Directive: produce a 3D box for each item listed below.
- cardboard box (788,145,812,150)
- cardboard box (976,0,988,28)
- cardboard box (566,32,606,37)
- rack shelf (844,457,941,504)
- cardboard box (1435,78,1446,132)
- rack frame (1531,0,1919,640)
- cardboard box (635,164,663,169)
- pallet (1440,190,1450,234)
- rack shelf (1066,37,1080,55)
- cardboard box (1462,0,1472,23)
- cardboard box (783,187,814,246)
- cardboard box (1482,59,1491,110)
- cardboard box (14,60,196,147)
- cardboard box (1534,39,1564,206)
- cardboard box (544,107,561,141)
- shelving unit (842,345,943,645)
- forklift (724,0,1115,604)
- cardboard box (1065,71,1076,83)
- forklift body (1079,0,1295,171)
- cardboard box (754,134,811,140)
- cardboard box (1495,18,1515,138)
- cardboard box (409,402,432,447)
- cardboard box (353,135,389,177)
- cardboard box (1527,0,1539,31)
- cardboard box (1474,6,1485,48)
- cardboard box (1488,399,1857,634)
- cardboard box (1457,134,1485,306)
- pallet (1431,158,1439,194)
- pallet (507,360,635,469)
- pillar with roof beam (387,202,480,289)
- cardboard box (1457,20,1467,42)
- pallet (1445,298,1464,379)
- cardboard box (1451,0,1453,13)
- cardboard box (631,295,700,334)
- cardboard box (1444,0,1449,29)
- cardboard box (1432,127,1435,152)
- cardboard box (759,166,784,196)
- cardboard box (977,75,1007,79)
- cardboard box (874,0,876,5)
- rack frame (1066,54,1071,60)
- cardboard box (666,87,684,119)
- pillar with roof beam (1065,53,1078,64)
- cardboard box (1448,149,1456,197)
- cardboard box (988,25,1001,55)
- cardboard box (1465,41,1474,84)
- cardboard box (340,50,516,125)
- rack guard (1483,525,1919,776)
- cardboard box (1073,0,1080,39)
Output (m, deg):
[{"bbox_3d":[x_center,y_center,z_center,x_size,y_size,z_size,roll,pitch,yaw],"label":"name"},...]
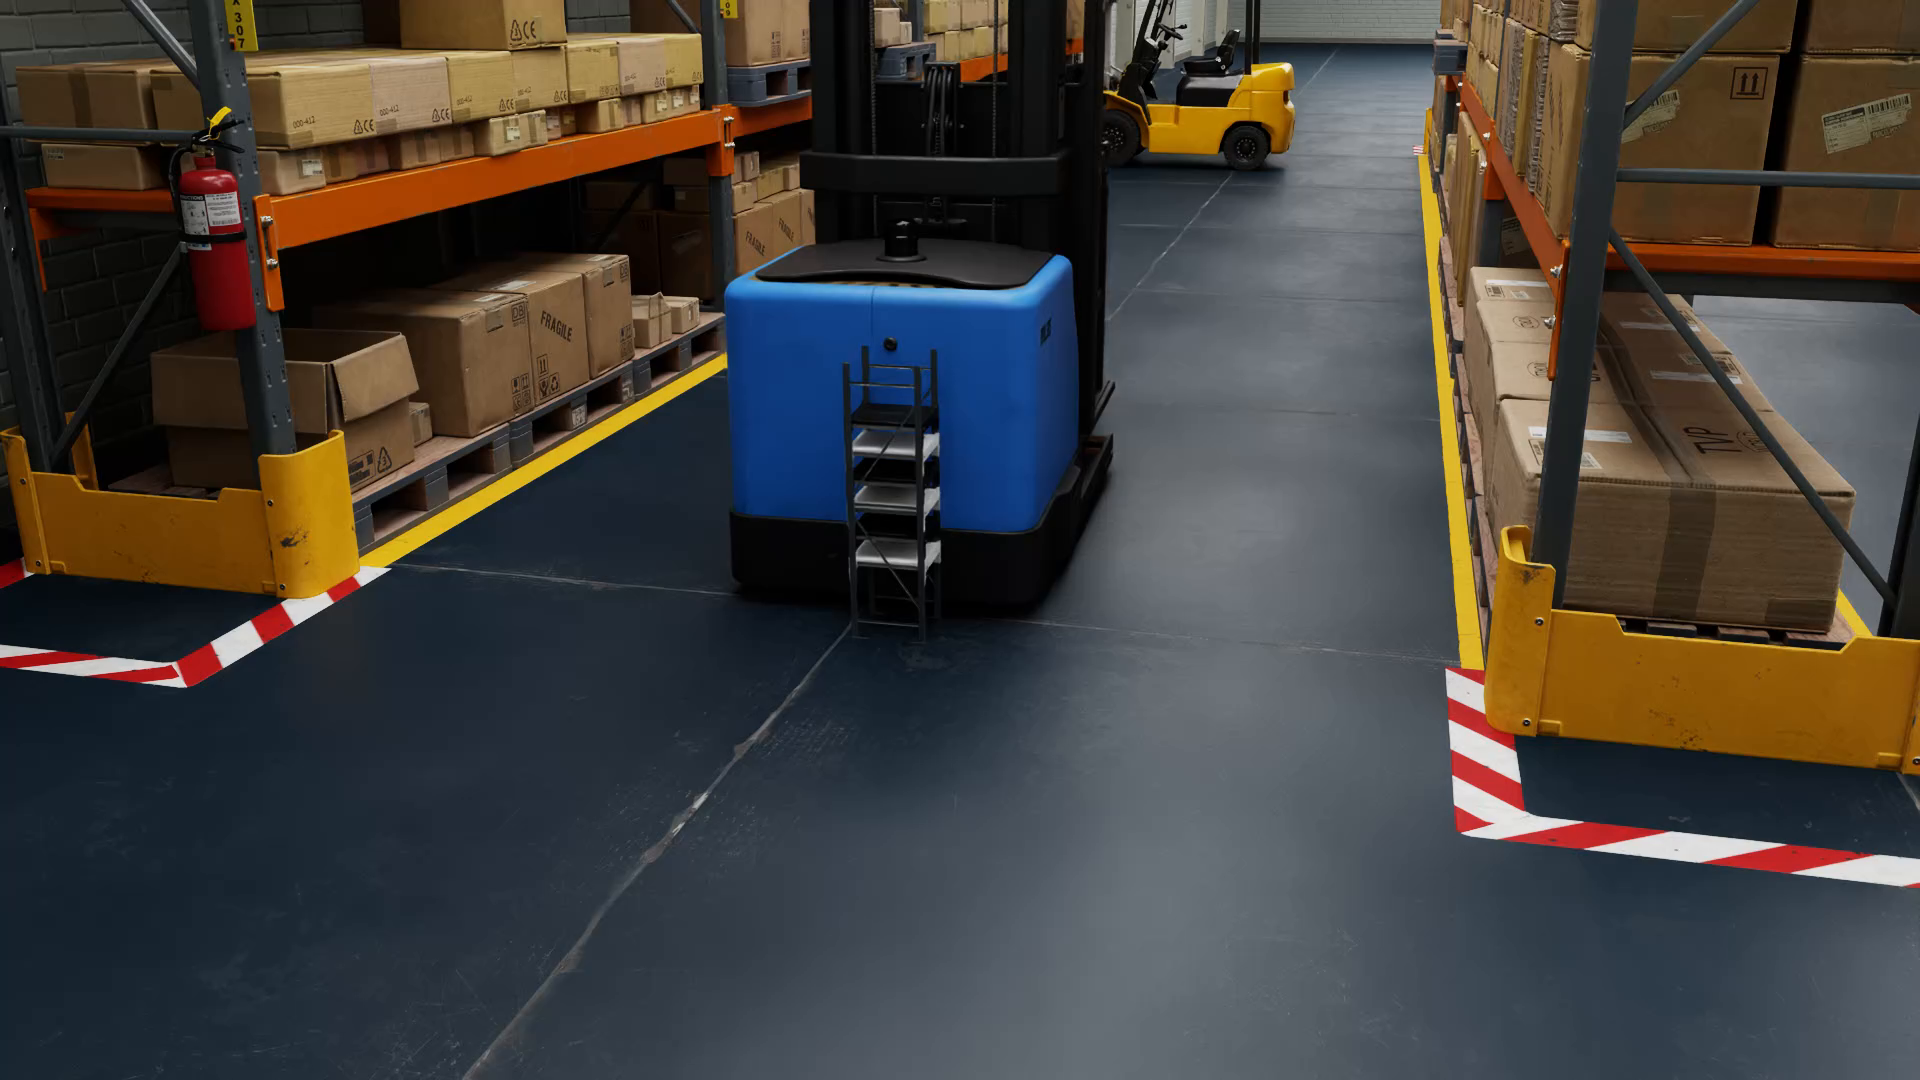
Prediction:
[{"bbox_3d":[-0.963,-2.623,11.439,0.380,0.149,0.250,4,19,13],"label":"cardboard box"},{"bbox_3d":[-0.061,-4.566,14.373,0.500,0.250,0.500,5,19,14],"label":"cardboard box"},{"bbox_3d":[-2.135,-2.481,8.583,0.500,0.250,0.500,4,19,13],"label":"cardboard box"},{"bbox_3d":[-0.206,-0.189,5.161,0.258,0.077,0.200,4,22,12],"label":"rack shelf"},{"bbox_3d":[5.147,-4.440,16.991,0.500,0.500,0.500,6,20,16],"label":"cardboard box"},{"bbox_3d":[2.084,-0.901,4.184,1.000,3.000,0.127,5,19,13],"label":"rack frame"},{"bbox_3d":[-1.795,-2.248,10.343,0.380,0.149,0.250,4,19,11],"label":"cardboard box"},{"bbox_3d":[4.531,-2.715,13.808,1.003,0.211,1.213,5,19,13],"label":"pallet"},{"bbox_3d":[0.691,-5.339,18.291,1.077,0.370,4.000,5,19,13],"label":"rack shelf"},{"bbox_3d":[3.880,-3.959,11.874,0.500,0.500,0.500,4,19,12],"label":"cardboard box"},{"bbox_3d":[-1.169,-2.019,10.675,0.500,0.500,0.500,4,19,12],"label":"cardboard box"},{"bbox_3d":[3.052,-2.403,8.816,0.500,0.250,0.500,4,19,13],"label":"cardboard box"},{"bbox_3d":[-2.875,-1.526,5.788,0.500,0.250,0.500,5,20,15],"label":"cardboard box"},{"bbox_3d":[2.083,-1.276,5.129,0.500,0.500,0.500,4,19,12],"label":"cardboard box"},{"bbox_3d":[-1.980,-1.824,7.276,0.380,0.149,0.250,5,19,13],"label":"cardboard box"},{"bbox_3d":[-0.206,-0.136,5.181,0.258,0.900,0.210,4,22,12],"label":"shelving unit"},{"bbox_3d":[0.034,-1.620,6.395,1.130,2.935,3.031,4,19,11],"label":"forklift"},{"bbox_3d":[1.006,-5.030,18.332,0.500,0.250,0.500,4,19,12],"label":"cardboard box"},{"bbox_3d":[2.485,-5.166,17.986,2.313,2.155,1.214,5,19,13],"label":"forklift body"},{"bbox_3d":[-1.296,-2.902,12.256,0.380,0.149,0.250,5,20,15],"label":"cardboard box"},{"bbox_3d":[2.693,-2.075,7.468,0.500,0.500,0.500,5,20,15],"label":"cardboard box"},{"bbox_3d":[-2.347,-0.455,6.641,0.380,0.149,0.250,4,19,11],"label":"cardboard box"},{"bbox_3d":[-2.336,-1.422,6.100,0.380,0.149,0.250,4,19,13],"label":"cardboard box"},{"bbox_3d":[2.319,-2.069,5.904,0.500,0.500,0.500,5,19,13],"label":"cardboard box"},{"bbox_3d":[3.415,-3.117,10.132,0.500,0.250,0.500,5,19,13],"label":"cardboard box"},{"bbox_3d":[2.149,-0.102,5.159,0.875,0.438,0.875,4,19,12],"label":"cardboard box"},{"bbox_3d":[3.349,-1.832,9.548,0.875,0.875,0.875,5,20,15],"label":"cardboard box"},{"bbox_3d":[5.146,-3.556,16.271,1.003,0.211,1.213,5,19,13],"label":"pallet"},{"bbox_3d":[-2.217,-0.627,7.696,1.003,0.211,1.213,5,19,13],"label":"pallet"},{"bbox_3d":[1.378,-4.897,6.603,9.100,9.000,0.400,5,19,13],"label":"pillar with roof beam"},{"bbox_3d":[3.904,-3.782,12.357,0.380,0.149,0.250,4,19,13],"label":"cardboard box"},{"bbox_3d":[3.177,-1.083,9.031,1.003,0.211,1.213,5,19,13],"label":"pallet"},{"bbox_3d":[4.624,-4.924,14.700,0.500,0.500,0.500,5,20,15],"label":"cardboard box"},{"bbox_3d":[-1.604,-1.197,8.812,0.380,0.149,0.250,4,19,12],"label":"cardboard box"},{"bbox_3d":[5.246,-5.495,17.019,0.500,0.500,0.500,4,19,12],"label":"cardboard box"},{"bbox_3d":[5.275,-4.251,17.596,0.500,0.250,0.500,6,20,17],"label":"cardboard box"},{"bbox_3d":[-1.309,-2.221,10.262,0.380,0.149,0.250,4,19,12],"label":"cardboard box"},{"bbox_3d":[0.244,-4.753,17.519,0.500,0.250,0.500,4,19,13],"label":"cardboard box"},{"bbox_3d":[-0.995,-3.520,11.044,0.797,0.503,0.637,4,19,12],"label":"cardboard box"},{"bbox_3d":[1.179,-6.306,20.010,1.000,3.000,0.127,5,19,13],"label":"rack frame"},{"bbox_3d":[-1.628,-2.223,8.444,0.380,0.149,0.250,5,20,15],"label":"cardboard box"},{"bbox_3d":[5.776,-10.539,23.121,9.100,9.000,0.400,5,19,13],"label":"pillar with roof beam"},{"bbox_3d":[4.550,-3.009,13.772,0.950,0.372,0.625,5,20,15],"label":"cardboard box"},{"bbox_3d":[0.064,-4.492,14.930,0.500,0.250,0.500,5,19,14],"label":"cardboard box"},{"bbox_3d":[3.675,-3.204,11.158,0.500,0.250,0.500,4,19,12],"label":"cardboard box"},{"bbox_3d":[-2.114,-1.799,6.587,0.500,0.250,0.500,4,19,12],"label":"cardboard box"},{"bbox_3d":[2.078,0.290,4.566,1.175,0.500,0.348,5,19,13],"label":"rack guard"},{"bbox_3d":[1.053,-5.856,18.538,0.500,0.500,0.500,4,19,12],"label":"cardboard box"}]
